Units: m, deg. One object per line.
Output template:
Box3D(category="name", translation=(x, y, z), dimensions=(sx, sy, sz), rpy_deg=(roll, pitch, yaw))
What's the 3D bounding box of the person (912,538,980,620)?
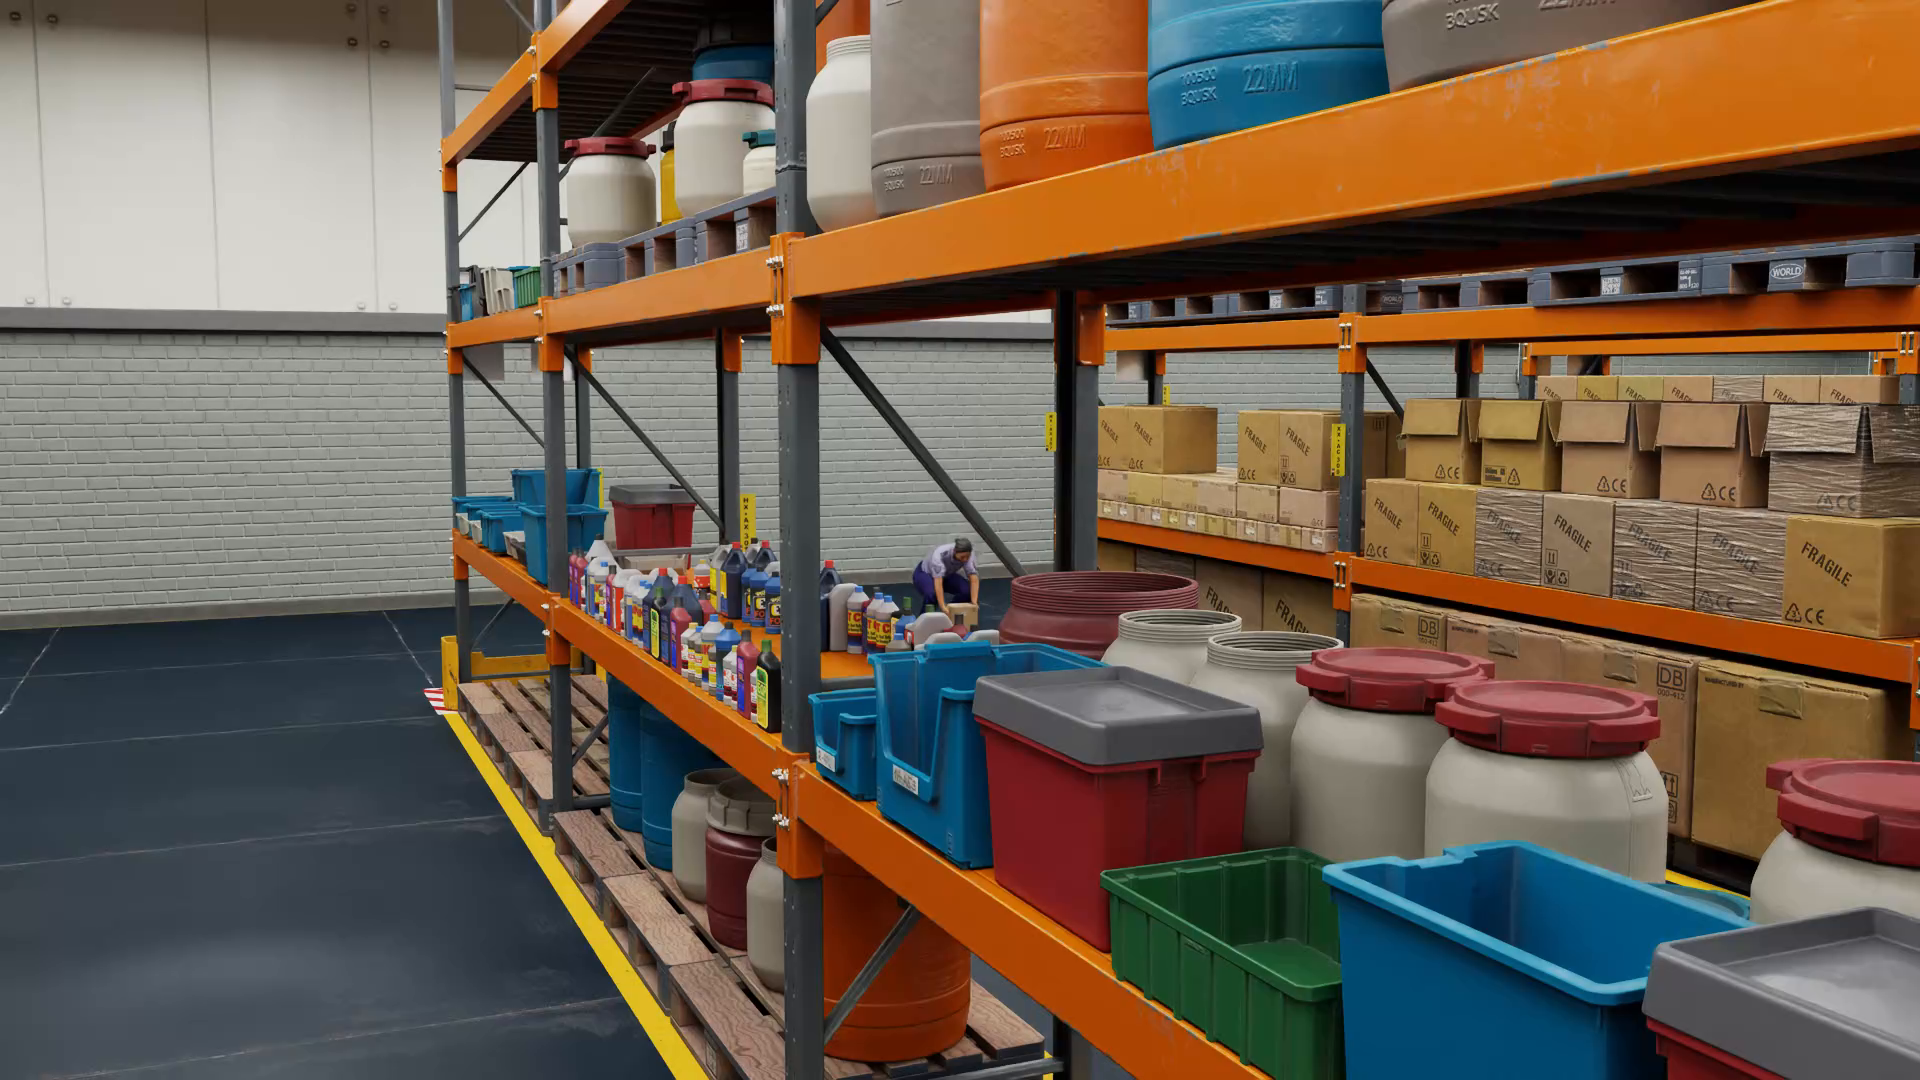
Box3D(category="person", translation=(-0.133, 0.408, 16.340), dimensions=(0.526, 0.890, 0.822), rpy_deg=(-2, 6, -24))
